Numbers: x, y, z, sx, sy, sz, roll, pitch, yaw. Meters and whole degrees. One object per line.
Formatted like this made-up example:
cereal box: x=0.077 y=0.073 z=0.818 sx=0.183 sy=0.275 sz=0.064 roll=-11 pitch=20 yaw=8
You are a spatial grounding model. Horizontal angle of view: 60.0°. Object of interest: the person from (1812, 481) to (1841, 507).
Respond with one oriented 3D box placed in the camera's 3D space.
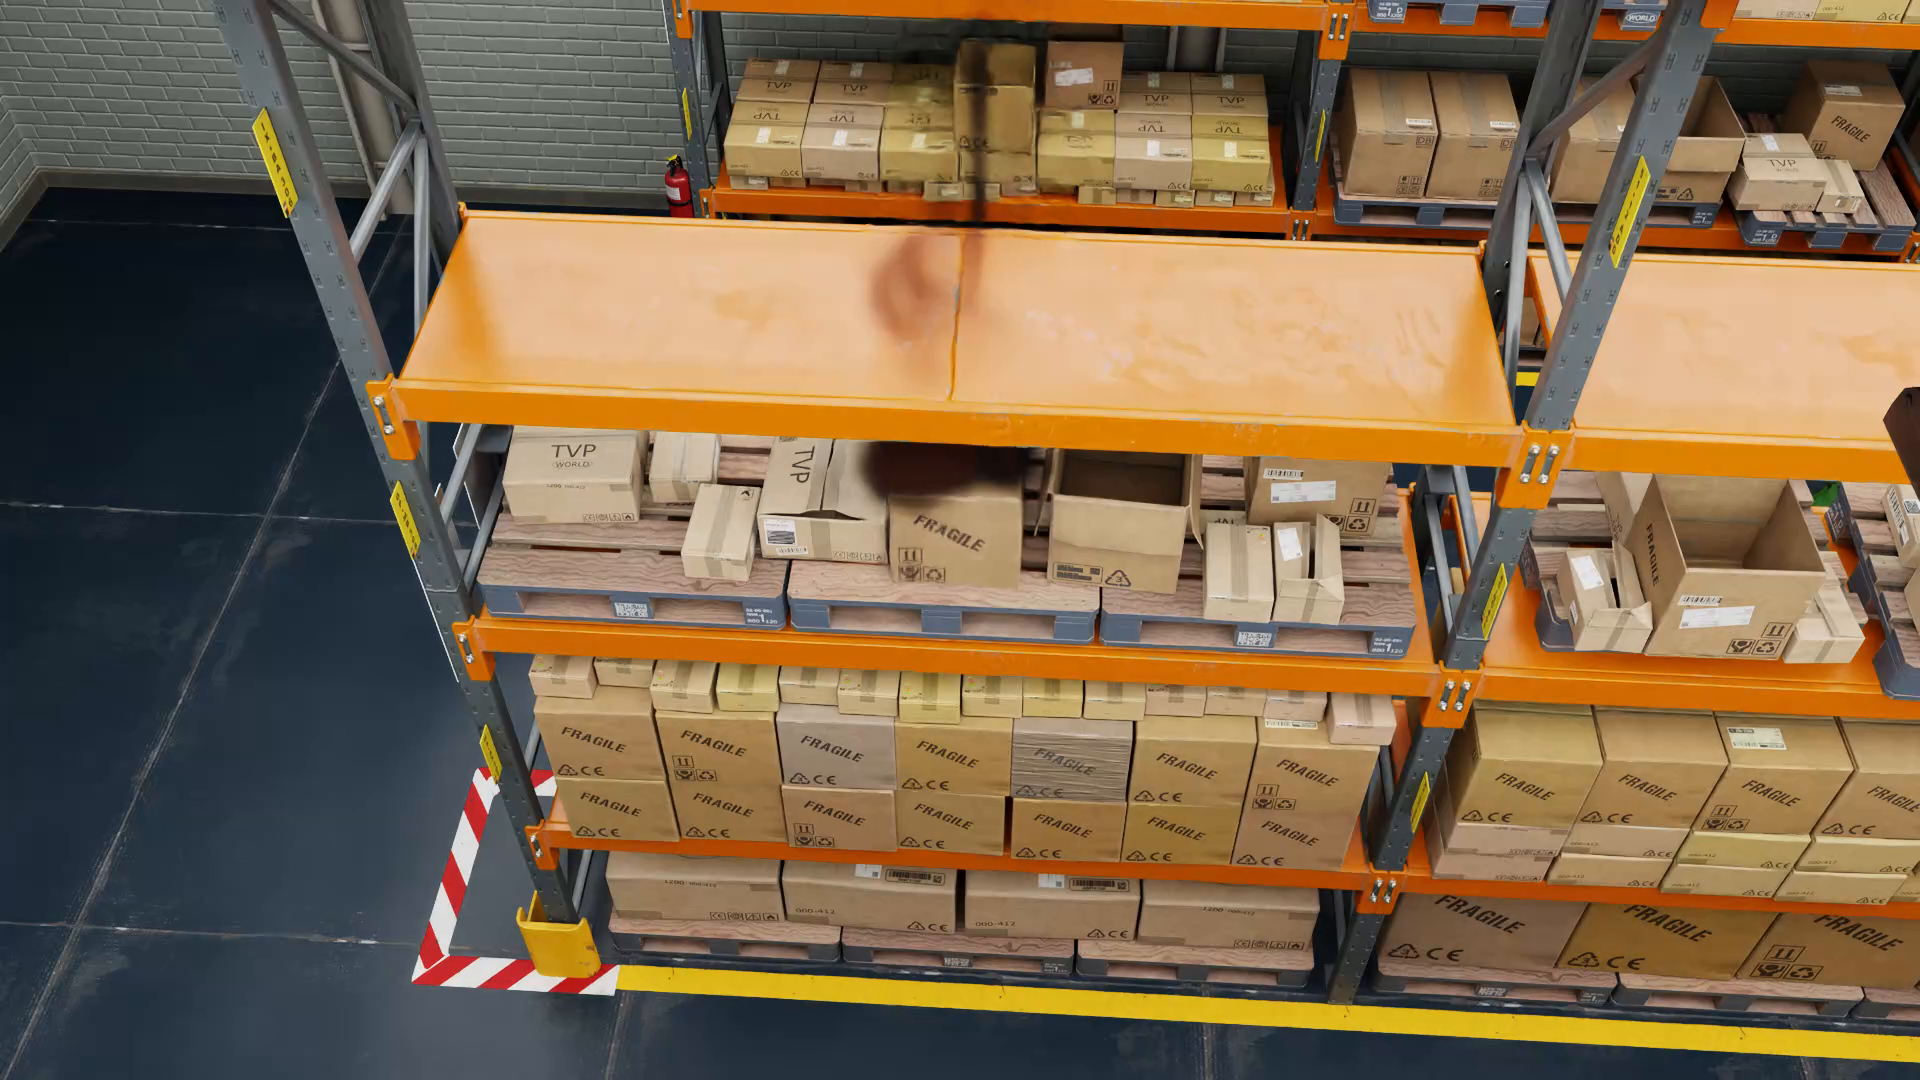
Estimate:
person: x=5.301 y=-0.368 z=9.866 sx=0.884 sy=1.783 sz=0.672 roll=-2 pitch=48 yaw=-1
